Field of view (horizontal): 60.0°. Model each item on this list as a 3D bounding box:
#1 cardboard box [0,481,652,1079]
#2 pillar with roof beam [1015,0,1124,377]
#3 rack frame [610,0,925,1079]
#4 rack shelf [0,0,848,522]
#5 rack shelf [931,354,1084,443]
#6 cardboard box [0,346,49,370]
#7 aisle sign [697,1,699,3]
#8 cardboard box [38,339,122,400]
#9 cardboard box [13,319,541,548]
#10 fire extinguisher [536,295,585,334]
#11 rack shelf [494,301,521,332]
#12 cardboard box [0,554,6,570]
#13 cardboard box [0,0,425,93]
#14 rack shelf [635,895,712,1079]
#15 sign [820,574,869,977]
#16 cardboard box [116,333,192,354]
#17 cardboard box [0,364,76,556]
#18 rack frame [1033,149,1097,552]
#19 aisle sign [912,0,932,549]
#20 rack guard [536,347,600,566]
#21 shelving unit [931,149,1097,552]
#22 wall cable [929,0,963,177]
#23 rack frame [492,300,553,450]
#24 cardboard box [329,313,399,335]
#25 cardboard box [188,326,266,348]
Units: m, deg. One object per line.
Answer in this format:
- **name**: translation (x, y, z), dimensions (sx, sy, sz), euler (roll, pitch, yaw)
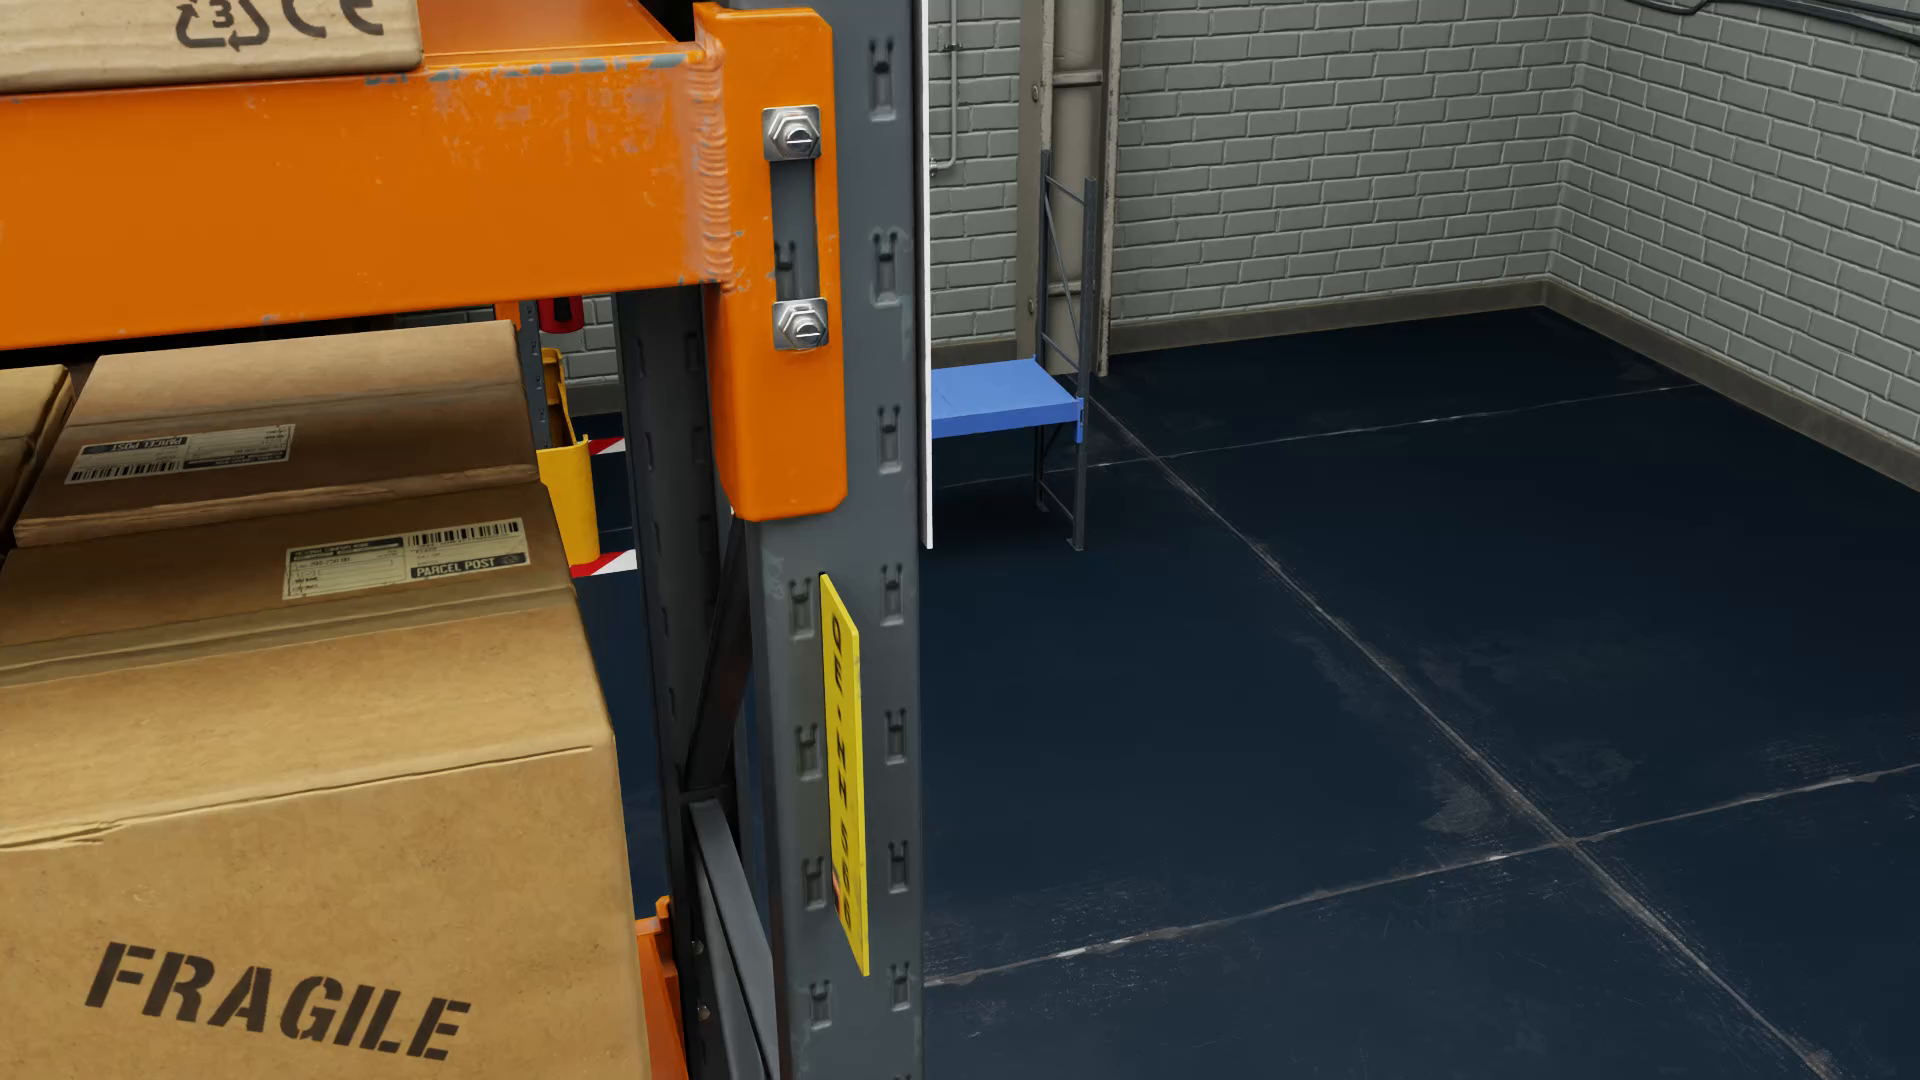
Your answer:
- **cardboard box**: translation (-0.583, 0.300, 1.535), dimensions (0.500, 0.500, 0.500), euler (-8, 28, -17)
- **pillar with roof beam**: translation (1.850, -3.083, 2.840), dimensions (0.400, 9.000, 9.100), euler (-8, 28, -16)
- **rack frame**: translation (-0.246, 0.614, 2.140), dimensions (0.053, 2.616, 0.949), euler (-8, 28, -16)
- **rack shelf**: translation (-2.146, -0.131, 1.076), dimensions (4.000, 0.370, 1.077), euler (-8, 28, -16)
- **rack shelf**: translation (-0.081, -0.499, 6.473), dimensions (1.000, 0.185, 0.538), euler (-8, 28, -16)
- **cardboard box**: translation (-3.565, -0.626, 6.246), dimensions (0.250, 0.149, 0.380), euler (-8, 27, -16)
- **aisle sign**: translation (-0.271, -0.683, 1.828), dimensions (0.004, 0.787, 0.394), euler (-8, 28, -16)
- **cardboard box**: translation (-3.321, -0.661, 6.318), dimensions (0.250, 0.149, 0.380), euler (-8, 27, -15)
- **cardboard box**: translation (-0.748, 0.072, 1.994), dimensions (0.500, 0.500, 0.500), euler (-7, 27, -15)
- **fire extinguisher**: translation (-1.496, -1.103, 6.104), dimensions (0.183, 0.674, 0.296), euler (-8, 28, -16)
- **rack shelf**: translation (-3.684, -0.881, 5.961), dimensions (4.000, 0.370, 1.077), euler (-8, 28, -16)
- **cardboard box**: translation (-1.063, 0.370, 1.394), dimensions (0.500, 0.500, 0.500), euler (-7, 27, -15)
- **cardboard box**: translation (-0.652, -0.479, 1.137), dimensions (0.500, 0.250, 0.500), euler (-8, 28, -16)
- **rack shelf**: translation (-2.146, 1.213, 1.743), dimensions (4.000, 0.370, 1.077), euler (-8, 28, -16)
- **sign**: translation (-0.092, 0.192, 1.332), dimensions (0.005, 0.325, 0.100), euler (-8, 28, -16)
- **cardboard box**: translation (-3.080, -0.696, 6.389), dimensions (0.250, 0.149, 0.380), euler (-8, 28, -16)
- **cardboard box**: translation (-1.243, 0.147, 1.843), dimensions (0.500, 0.500, 0.500), euler (-8, 27, -16)
- **rack frame**: translation (0.402, -0.730, 6.534), dimensions (0.032, 1.500, 0.500), euler (-8, 28, -16)
- **aisle sign**: translation (-0.085, -0.429, 1.317), dimensions (0.004, 0.787, 0.394), euler (-8, 28, -16)
- **rack guard**: translation (-1.759, -0.362, 6.918), dimensions (0.348, 0.500, 1.175), euler (-8, 28, -16)
- **shelving unit**: translation (-0.081, -0.660, 6.393), dimensions (1.048, 1.500, 0.538), euler (-8, 28, -16)
- **wall cable**: translation (-0.858, -2.510, 7.290), dimensions (1.851, 1.984, 0.084), euler (-8, 28, -16)
- **rack frame**: translation (-1.782, -1.479, 6.355), dimensions (0.127, 3.000, 1.000), euler (-8, 28, -16)
- **cardboard box**: translation (-2.360, -0.801, 6.599), dimensions (0.250, 0.149, 0.380), euler (-8, 28, -16)
- **cardboard box**: translation (-2.841, -0.731, 6.458), dimensions (0.250, 0.149, 0.380), euler (-8, 28, -16)
